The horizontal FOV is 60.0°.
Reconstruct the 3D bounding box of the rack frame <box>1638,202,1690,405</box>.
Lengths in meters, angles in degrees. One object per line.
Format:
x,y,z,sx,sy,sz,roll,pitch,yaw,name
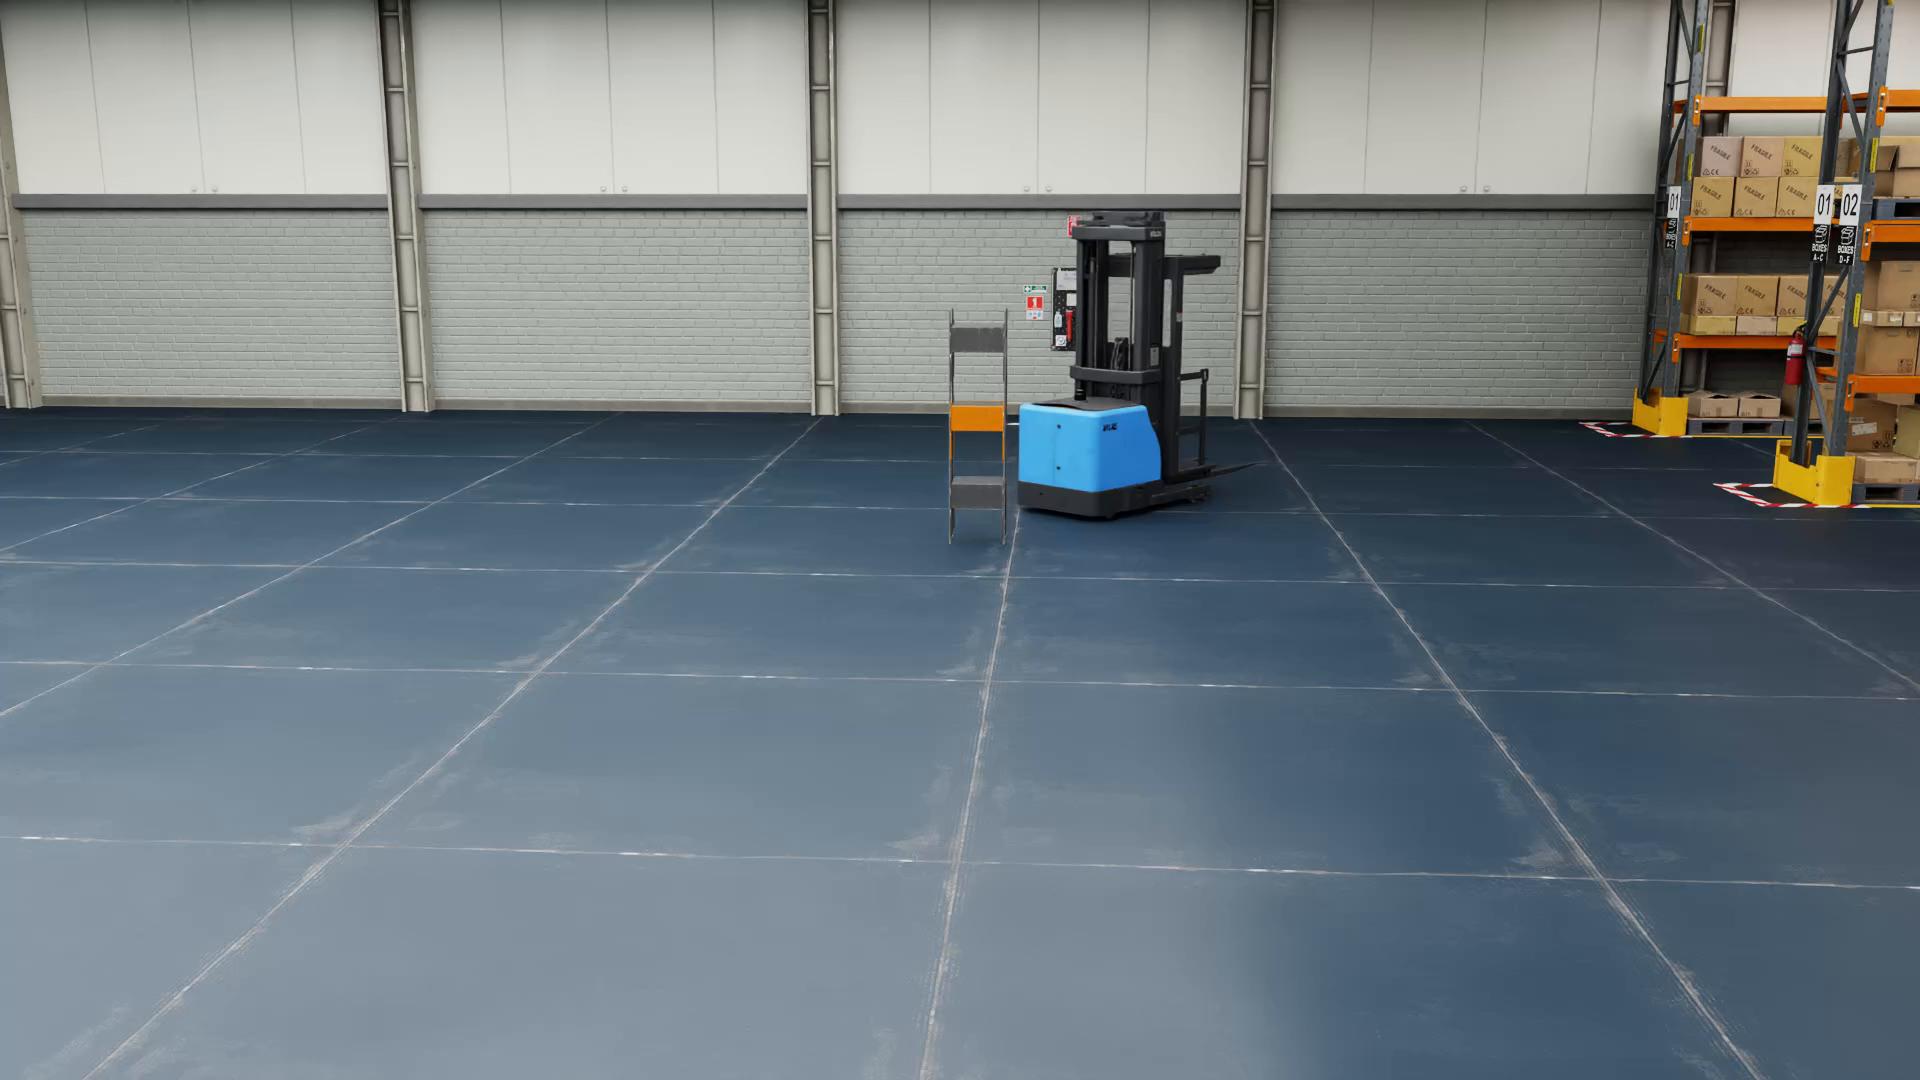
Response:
9.298,-2.951,22.029,0.127,3.000,1.000,1,12,4,rack frame

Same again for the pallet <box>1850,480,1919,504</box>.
9.737,-0.572,17.467,1.213,0.211,1.003,1,12,4,pallet

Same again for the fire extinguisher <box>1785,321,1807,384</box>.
8.884,-1.997,17.660,0.183,0.674,0.296,1,12,4,fire extinguisher

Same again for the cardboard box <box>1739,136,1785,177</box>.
10.164,-4.895,21.263,0.500,0.500,0.500,1,12,3,cardboard box

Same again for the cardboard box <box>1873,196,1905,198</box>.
11.710,-4.389,21.284,0.500,0.500,0.500,0,12,2,cardboard box

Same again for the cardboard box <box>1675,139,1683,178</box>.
9.746,-5.014,21.834,0.500,0.500,0.500,1,12,6,cardboard box

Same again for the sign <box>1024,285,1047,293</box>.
1.064,-3.545,23.489,0.331,0.109,0.001,1,12,4,sign

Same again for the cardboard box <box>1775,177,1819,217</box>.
10.667,-4.401,21.344,0.500,0.500,0.500,1,12,6,cardboard box

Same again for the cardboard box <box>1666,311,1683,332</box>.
9.778,-2.920,22.201,0.500,0.250,0.500,1,12,5,cardboard box

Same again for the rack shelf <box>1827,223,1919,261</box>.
10.967,-3.027,16.827,4.000,0.370,1.077,1,12,4,rack shelf

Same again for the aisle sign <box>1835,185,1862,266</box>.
8.885,-3.149,16.630,0.004,0.787,0.394,1,12,4,aisle sign

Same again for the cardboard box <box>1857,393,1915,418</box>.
12.251,-1.894,22.007,0.500,0.500,0.500,0,12,-1,cardboard box

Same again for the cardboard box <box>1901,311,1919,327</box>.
9.612,-2.252,16.864,0.250,0.149,0.380,0,12,2,cardboard box

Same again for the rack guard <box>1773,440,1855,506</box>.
8.947,-0.715,17.448,0.348,0.500,1.175,1,12,4,rack guard

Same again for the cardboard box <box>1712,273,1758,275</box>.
10.285,-3.282,22.100,0.500,0.500,0.500,1,12,5,cardboard box

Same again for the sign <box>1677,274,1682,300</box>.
9.262,-3.263,21.411,0.005,0.325,0.100,1,12,4,sign

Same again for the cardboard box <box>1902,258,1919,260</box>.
10.014,-2.607,16.972,0.500,0.500,0.700,0,12,2,cardboard box

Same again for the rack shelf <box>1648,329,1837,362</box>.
11.294,-2.571,21.972,4.000,0.370,1.077,1,12,4,rack shelf

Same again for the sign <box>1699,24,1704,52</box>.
9.262,-6.272,20.781,0.005,0.325,0.100,1,12,4,sign

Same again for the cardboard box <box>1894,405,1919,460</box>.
9.990,-1.106,17.070,0.500,0.500,0.500,1,12,4,cardboard box

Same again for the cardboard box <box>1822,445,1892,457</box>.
9.526,-0.851,17.683,0.500,0.250,0.500,1,12,4,cardboard box

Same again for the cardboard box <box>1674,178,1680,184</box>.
9.732,-4.523,21.930,0.500,0.500,0.500,2,12,8,cardboard box

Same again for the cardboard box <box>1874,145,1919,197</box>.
9.544,-3.723,16.774,0.637,0.503,0.797,2,12,8,cardboard box

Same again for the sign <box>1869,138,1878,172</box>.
8.928,-3.760,16.245,0.005,0.325,0.100,1,12,4,sign

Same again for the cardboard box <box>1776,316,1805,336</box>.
10.791,-2.803,21.641,0.500,0.250,0.500,1,12,3,cardboard box

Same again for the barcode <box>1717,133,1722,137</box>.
10.040,-5.343,21.990,0.075,0.075,0.001,1,12,4,barcode

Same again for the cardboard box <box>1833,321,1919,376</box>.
9.436,-1.978,17.138,0.500,0.500,0.700,1,12,4,cardboard box

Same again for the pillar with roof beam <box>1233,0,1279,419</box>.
3.780,-5.257,18.402,0.400,9.000,9.100,1,12,4,pillar with roof beam

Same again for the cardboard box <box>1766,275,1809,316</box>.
10.762,-3.169,21.559,0.500,0.500,0.500,0,12,2,cardboard box

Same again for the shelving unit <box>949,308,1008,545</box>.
0.165,-1.025,15.024,0.503,2.100,0.431,1,12,4,shelving unit

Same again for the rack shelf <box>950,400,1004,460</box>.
0.165,-1.012,15.027,0.480,0.518,0.431,1,12,4,rack shelf

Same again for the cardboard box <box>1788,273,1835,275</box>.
11.303,-3.269,22.037,0.500,0.500,0.500,1,12,5,cardboard box

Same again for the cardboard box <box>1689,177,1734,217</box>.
9.615,-4.422,21.444,0.500,0.500,0.500,1,12,5,cardboard box

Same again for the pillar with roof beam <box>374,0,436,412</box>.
-8.193,-5.421,19.187,0.400,9.000,9.100,1,12,4,pillar with roof beam

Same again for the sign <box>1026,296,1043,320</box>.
1.060,-3.287,23.553,0.234,0.329,0.001,1,12,4,sign

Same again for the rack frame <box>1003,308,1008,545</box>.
0.409,-1.022,15.008,0.015,2.100,0.400,1,12,4,rack frame

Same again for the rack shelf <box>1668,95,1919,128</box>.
11.294,-5.506,21.358,4.000,0.370,1.077,1,12,4,rack shelf

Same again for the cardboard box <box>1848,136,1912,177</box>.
11.702,-4.874,21.163,0.500,0.500,0.500,0,12,2,cardboard box

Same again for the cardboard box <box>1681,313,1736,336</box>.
9.764,-2.815,21.700,0.500,0.250,0.500,0,12,2,cardboard box

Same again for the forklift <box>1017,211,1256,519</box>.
1.950,-1.878,17.069,1.130,2.935,3.031,11,16,42,forklift

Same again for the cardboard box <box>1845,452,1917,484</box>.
9.491,-0.745,17.177,0.500,0.250,0.500,1,12,4,cardboard box

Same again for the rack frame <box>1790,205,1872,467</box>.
8.971,-1.938,17.191,0.127,3.000,1.000,1,12,4,rack frame

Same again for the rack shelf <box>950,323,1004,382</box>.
0.165,-1.697,14.884,0.480,0.518,0.431,1,12,4,rack shelf

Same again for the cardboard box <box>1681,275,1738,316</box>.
9.755,-3.186,21.641,0.500,0.500,0.500,1,12,4,cardboard box

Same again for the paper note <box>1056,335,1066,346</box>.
1.433,-2.827,23.589,0.142,0.148,0.016,1,12,4,paper note

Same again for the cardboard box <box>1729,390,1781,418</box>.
10.552,-1.814,22.089,0.500,0.311,0.500,2,12,8,cardboard box

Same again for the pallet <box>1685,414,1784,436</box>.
10.183,-1.566,22.222,1.213,0.211,1.003,1,12,4,pallet
